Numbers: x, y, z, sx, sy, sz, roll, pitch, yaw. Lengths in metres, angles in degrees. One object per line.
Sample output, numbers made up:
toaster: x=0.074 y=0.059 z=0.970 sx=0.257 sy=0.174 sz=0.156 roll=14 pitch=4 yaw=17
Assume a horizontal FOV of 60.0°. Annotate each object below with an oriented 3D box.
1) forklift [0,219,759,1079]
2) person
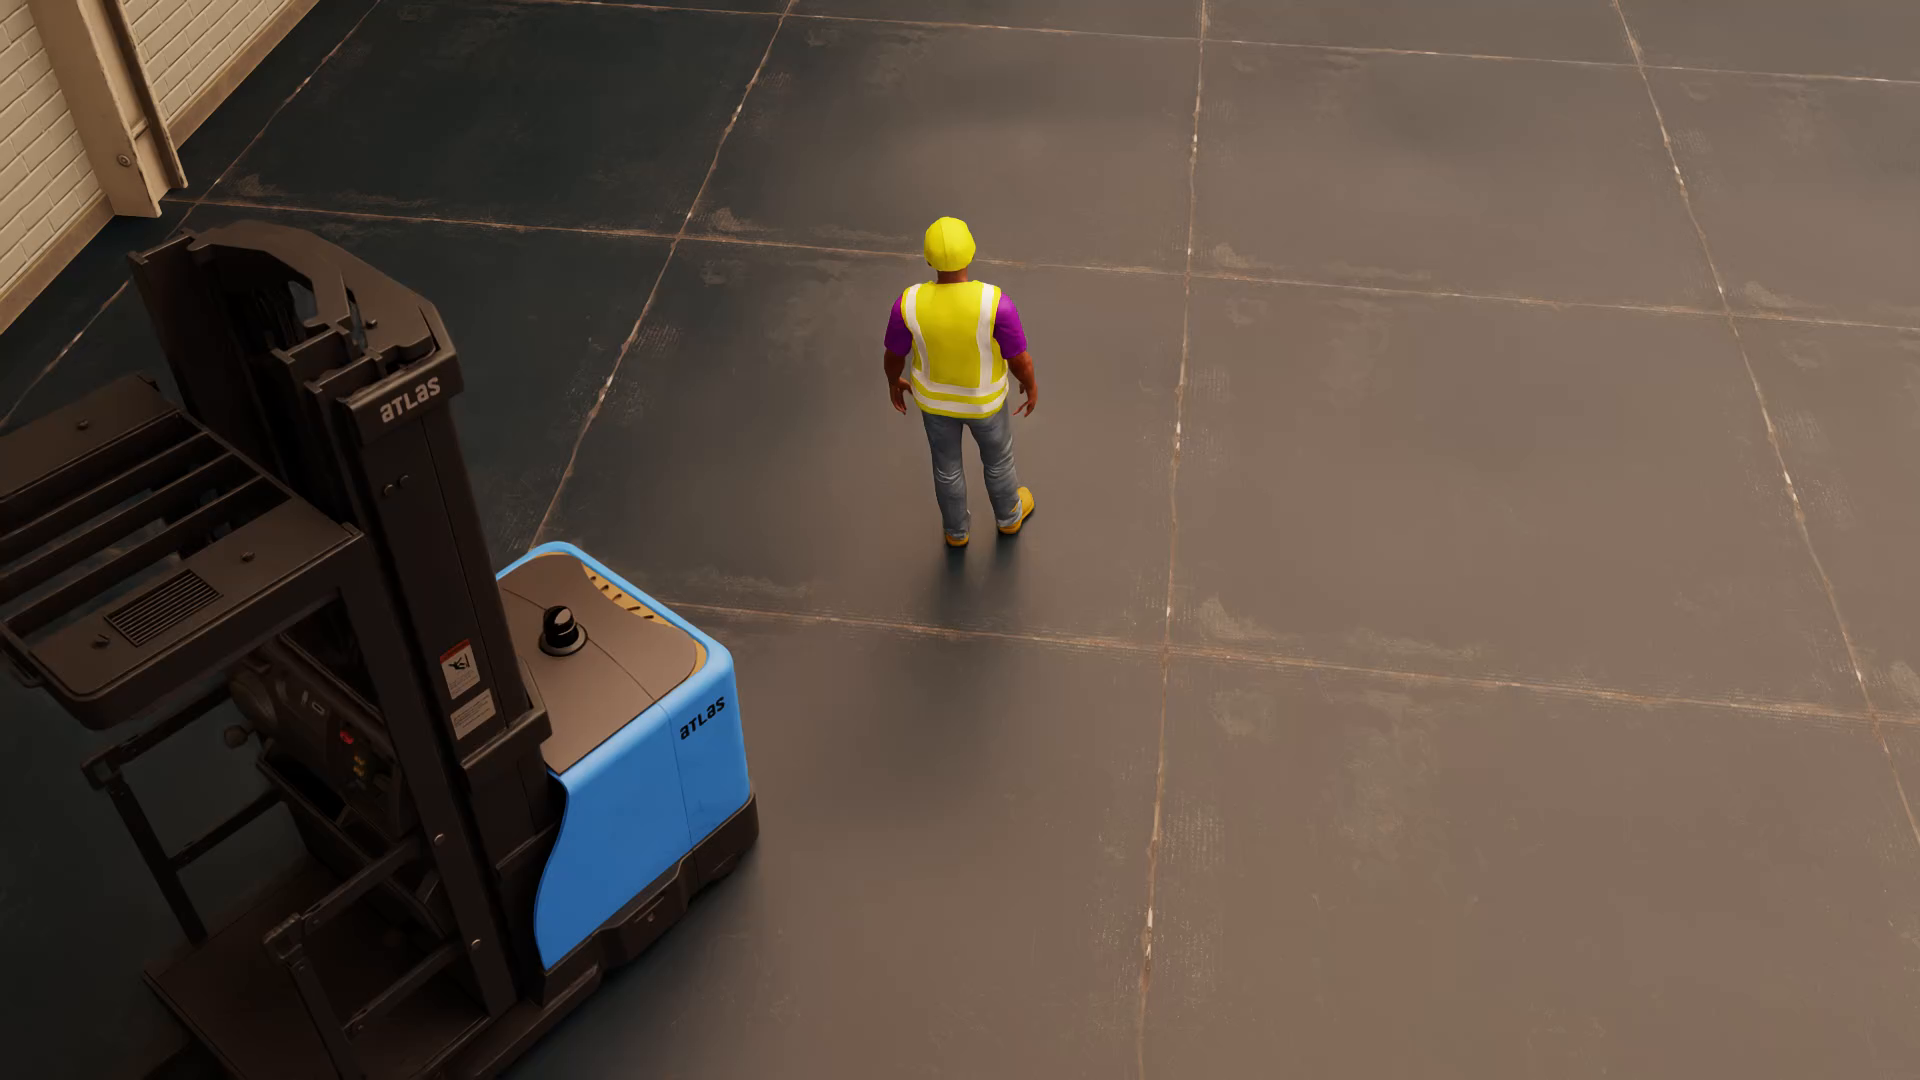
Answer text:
forklift: x=-2.126 y=0.662 z=5.004 sx=1.130 sy=2.935 sz=3.031 roll=30 pitch=50 yaw=28
person: x=0.015 y=-0.702 z=7.339 sx=0.665 sy=1.766 sz=0.576 roll=5 pitch=43 yaw=6
